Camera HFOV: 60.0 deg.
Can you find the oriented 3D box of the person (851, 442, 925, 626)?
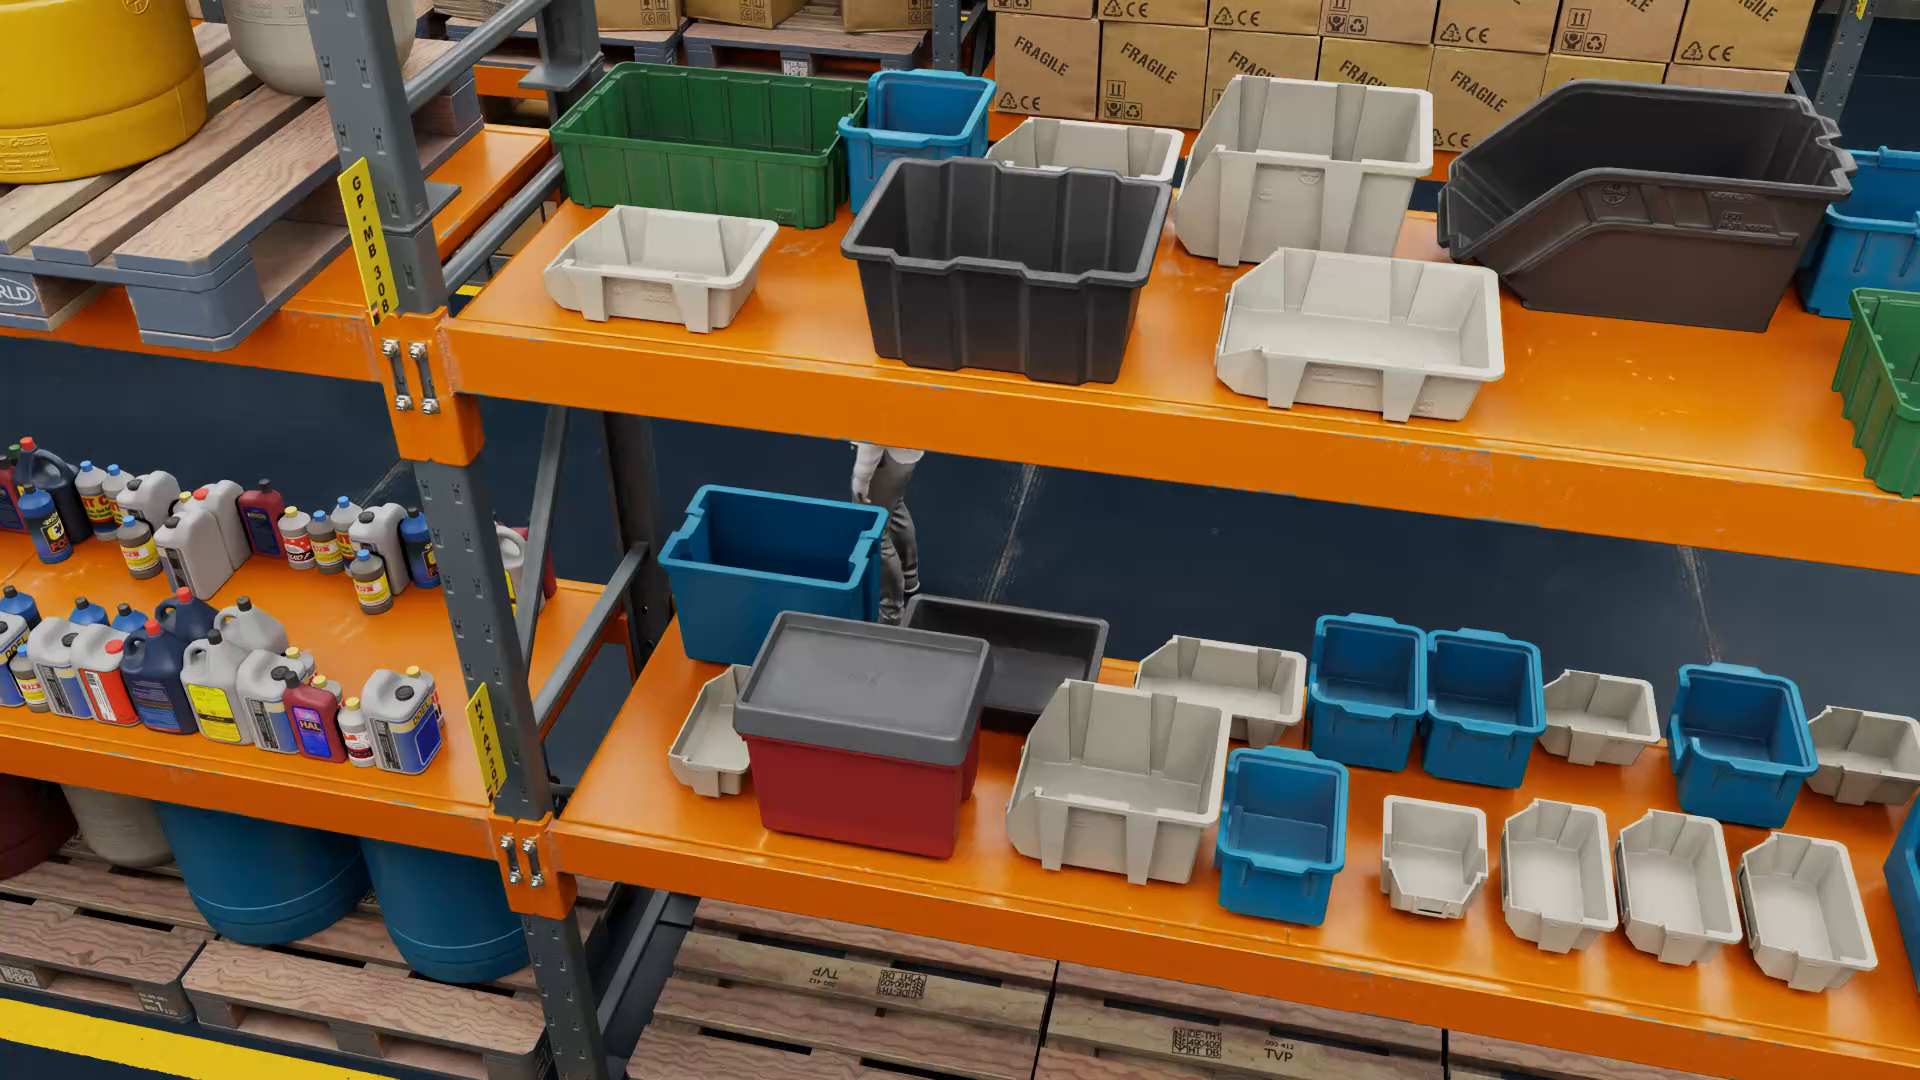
[{"bbox_3d":[-0.323,-0.367,6.638,0.357,1.662,0.526,7,37,9],"label":"person"}]
